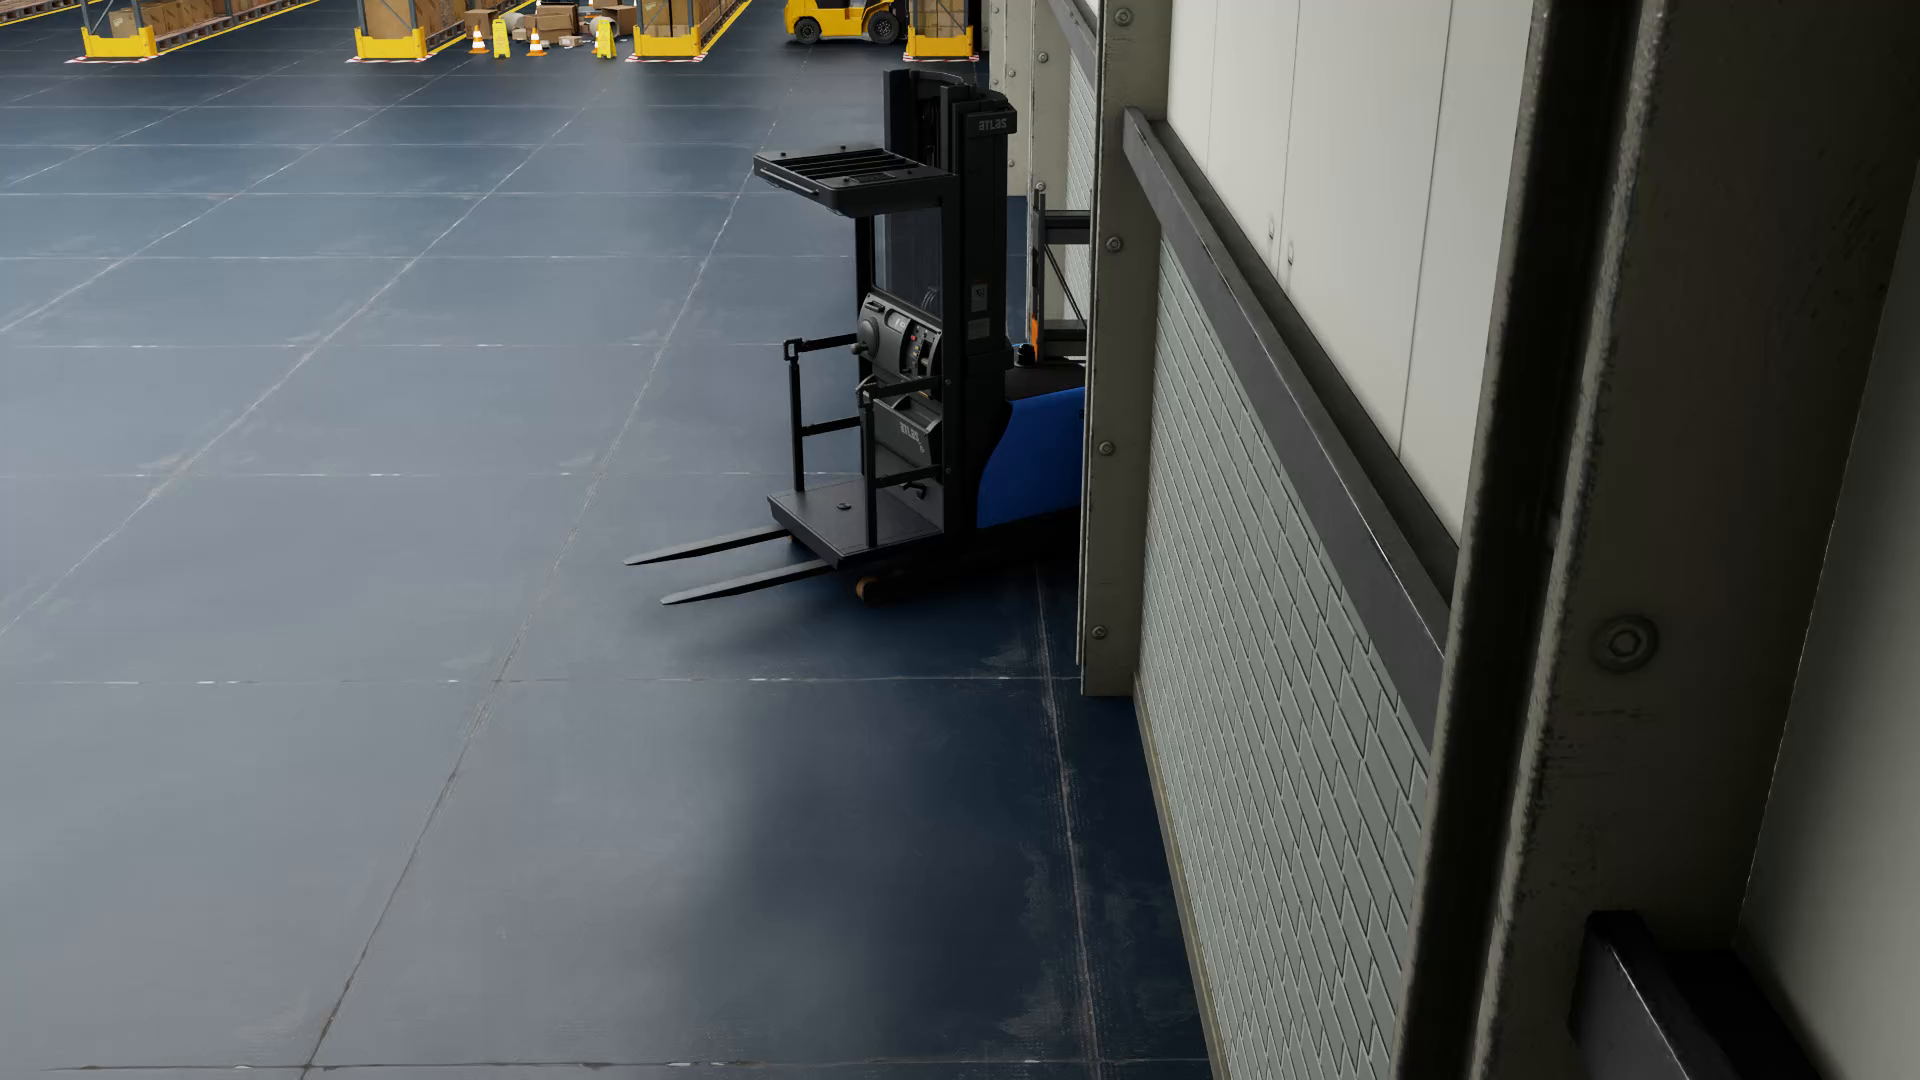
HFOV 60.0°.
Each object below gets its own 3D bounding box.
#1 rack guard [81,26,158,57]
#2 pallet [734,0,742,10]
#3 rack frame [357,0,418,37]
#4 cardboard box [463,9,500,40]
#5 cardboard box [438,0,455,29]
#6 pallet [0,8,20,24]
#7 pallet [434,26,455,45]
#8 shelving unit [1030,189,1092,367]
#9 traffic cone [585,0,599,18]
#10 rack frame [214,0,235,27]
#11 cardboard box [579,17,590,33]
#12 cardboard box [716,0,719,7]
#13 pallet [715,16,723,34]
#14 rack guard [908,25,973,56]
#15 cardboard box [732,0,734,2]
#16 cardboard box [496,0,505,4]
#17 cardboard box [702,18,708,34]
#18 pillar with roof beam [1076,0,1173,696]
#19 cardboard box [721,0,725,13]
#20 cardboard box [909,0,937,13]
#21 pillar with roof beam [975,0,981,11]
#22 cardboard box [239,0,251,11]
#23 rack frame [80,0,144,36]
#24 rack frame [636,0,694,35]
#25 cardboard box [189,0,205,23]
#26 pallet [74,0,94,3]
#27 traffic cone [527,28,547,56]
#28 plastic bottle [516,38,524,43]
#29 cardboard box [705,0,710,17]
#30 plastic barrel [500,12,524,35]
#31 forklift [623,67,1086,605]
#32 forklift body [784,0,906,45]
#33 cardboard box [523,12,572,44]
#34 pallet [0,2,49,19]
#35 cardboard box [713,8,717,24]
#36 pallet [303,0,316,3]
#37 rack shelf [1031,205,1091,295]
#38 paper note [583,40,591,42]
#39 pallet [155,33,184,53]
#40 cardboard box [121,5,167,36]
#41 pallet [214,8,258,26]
[{"bbox_3d":[-15.224,-9.038,30.127,1.175,0.500,0.348,0,24,-1],"label":"rack guard"},{"bbox_3d":[-5.394,-11.894,36.792,1.003,0.211,1.213,0,24,-1],"label":"pallet"},{"bbox_3d":[-10.263,-10.126,29.500,1.000,3.000,0.127,0,24,-1],"label":"rack frame"},{"bbox_3d":[-9.263,-10.002,32.254,0.500,0.500,0.500,4,25,9],"label":"cardboard box"},{"bbox_3d":[-10.356,-10.367,32.100,0.875,0.875,0.875,0,24,0],"label":"cardboard box"},{"bbox_3d":[-20.267,-10.825,34.427,1.003,0.211,1.213,0,24,-1],"label":"pallet"},{"bbox_3d":[-10.360,-9.686,31.911,1.003,0.211,1.213,0,24,-1],"label":"pallet"},{"bbox_3d":[0.684,-1.186,10.757,0.431,2.100,0.503,-1,15,-2],"label":"shelving unit"},{"bbox_3d":[-7.774,-11.302,35.178,0.336,0.463,0.334,0,24,-1],"label":"traffic cone"},{"bbox_3d":[-15.267,-11.794,33.187,1.000,3.000,0.127,0,24,-1],"label":"rack frame"},{"bbox_3d":[-7.495,-10.247,33.085,0.258,0.266,0.396,-19,31,-36],"label":"cardboard box"},{"bbox_3d":[-5.083,-10.876,33.074,0.500,0.500,0.500,-1,24,-1],"label":"cardboard box"},{"bbox_3d":[-5.315,-10.291,33.248,1.003,0.211,1.213,0,24,-1],"label":"pallet"},{"bbox_3d":[-0.350,-9.065,30.187,1.175,0.500,0.348,0,24,-1],"label":"rack guard"},{"bbox_3d":[-5.389,-11.944,36.198,0.950,0.372,0.625,-1,24,-2],"label":"cardboard box"},{"bbox_3d":[-10.420,-11.978,35.813,1.050,0.750,0.750,0,24,0],"label":"cardboard box"},{"bbox_3d":[-5.044,-9.673,31.324,0.500,0.250,0.500,1,24,1],"label":"cardboard box"},{"bbox_3d":[-3.500,-3.330,7.192,9.100,9.000,0.400,0,24,-1],"label":"pillar with roof beam"},{"bbox_3d":[-5.366,-11.049,34.218,0.950,0.372,0.625,0,24,0],"label":"cardboard box"},{"bbox_3d":[-0.668,-9.796,30.384,0.500,0.250,0.500,1,24,1],"label":"cardboard box"},{"bbox_3d":[-3.827,-15.691,34.524,9.100,9.000,0.400,0,24,-1],"label":"pillar with roof beam"},{"bbox_3d":[-15.239,-11.305,34.606,0.700,0.500,0.500,0,24,-1],"label":"cardboard box"},{"bbox_3d":[-15.224,-10.146,29.542,1.000,3.000,0.127,0,24,-1],"label":"rack frame"},{"bbox_3d":[-5.314,-10.190,29.641,1.000,3.000,0.127,0,24,-1],"label":"rack frame"},{"bbox_3d":[-15.289,-10.445,32.729,0.500,0.500,0.500,8,25,16],"label":"cardboard box"},{"bbox_3d":[-20.314,-12.474,38.074,1.003,0.211,1.213,0,24,-1],"label":"pallet"},{"bbox_3d":[-7.715,-9.061,30.222,0.336,0.463,0.334,0,24,-1],"label":"traffic cone"},{"bbox_3d":[-8.421,-9.552,31.795,0.133,0.061,0.283,-9,26,-19],"label":"plastic bottle"},{"bbox_3d":[-5.055,-10.236,31.659,0.500,0.500,0.500,0,24,0],"label":"cardboard box"},{"bbox_3d":[-8.760,-10.140,32.657,0.512,0.421,0.421,19,30,35],"label":"plastic barrel"},{"bbox_3d":[-0.543,-1.204,9.855,3.031,2.935,1.130,-14,28,-28],"label":"forklift"},{"bbox_3d":[-2.196,-10.600,31.578,2.313,2.155,1.214,0,24,-1],"label":"forklift body"},{"bbox_3d":[-7.865,-9.765,31.731,0.797,0.503,0.637,-19,31,-36],"label":"cardboard box"},{"bbox_3d":[-20.283,-11.328,35.542,1.003,0.211,1.213,0,24,-1],"label":"pallet"},{"bbox_3d":[-5.067,-10.315,32.744,0.500,0.250,0.500,-1,24,-2],"label":"cardboard box"},{"bbox_3d":[-15.244,-12.497,38.125,1.003,0.211,1.213,0,24,-1],"label":"pallet"},{"bbox_3d":[0.684,-1.849,10.577,0.431,0.518,0.480,-1,15,-2],"label":"rack shelf"},{"bbox_3d":[-7.174,-9.563,31.872,0.148,0.019,0.142,8,26,18],"label":"paper note"},{"bbox_3d":[-15.198,-9.241,30.927,1.003,0.211,1.213,0,24,-1],"label":"pallet"},{"bbox_3d":[-15.254,-9.702,31.084,0.500,0.500,0.500,6,25,13],"label":"cardboard box"},{"bbox_3d":[-15.277,-10.844,34.471,1.003,0.211,1.213,0,24,-1],"label":"pallet"}]
